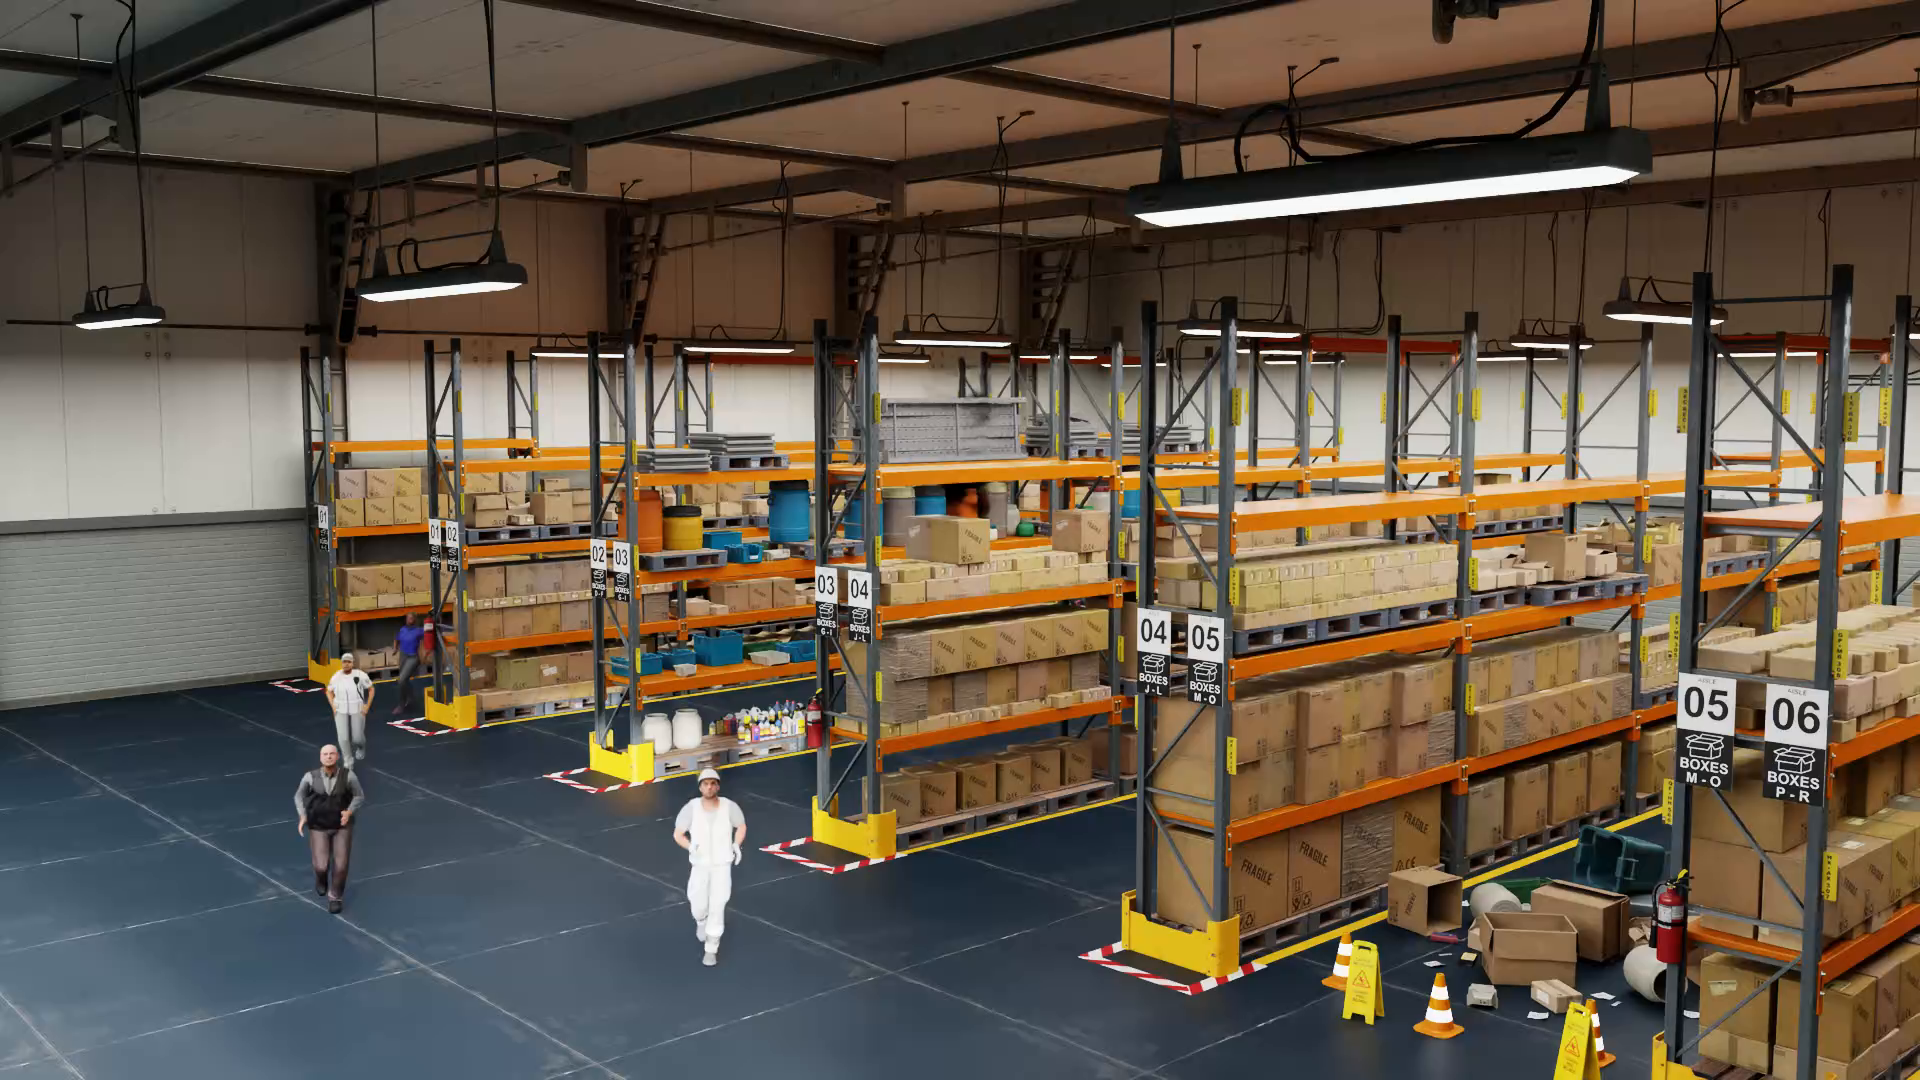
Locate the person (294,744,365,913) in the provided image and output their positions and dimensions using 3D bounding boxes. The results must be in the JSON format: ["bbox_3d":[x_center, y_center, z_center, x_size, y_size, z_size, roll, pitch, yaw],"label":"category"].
[{"bbox_3d":[-6.283,2.879,16.600,0.665,1.684,0.578,-2,5,-20],"label":"person"}]

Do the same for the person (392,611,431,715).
[{"bbox_3d":[-8.927,1.987,27.039,0.660,1.677,0.686,2,5,22],"label":"person"}]

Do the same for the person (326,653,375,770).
[{"bbox_3d":[-8.380,2.353,22.876,0.634,1.629,0.586,-1,5,-14],"label":"person"}]

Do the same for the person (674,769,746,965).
[{"bbox_3d":[-2.289,2.957,15.258,0.661,1.749,0.716,-1,5,-8],"label":"person"}]
